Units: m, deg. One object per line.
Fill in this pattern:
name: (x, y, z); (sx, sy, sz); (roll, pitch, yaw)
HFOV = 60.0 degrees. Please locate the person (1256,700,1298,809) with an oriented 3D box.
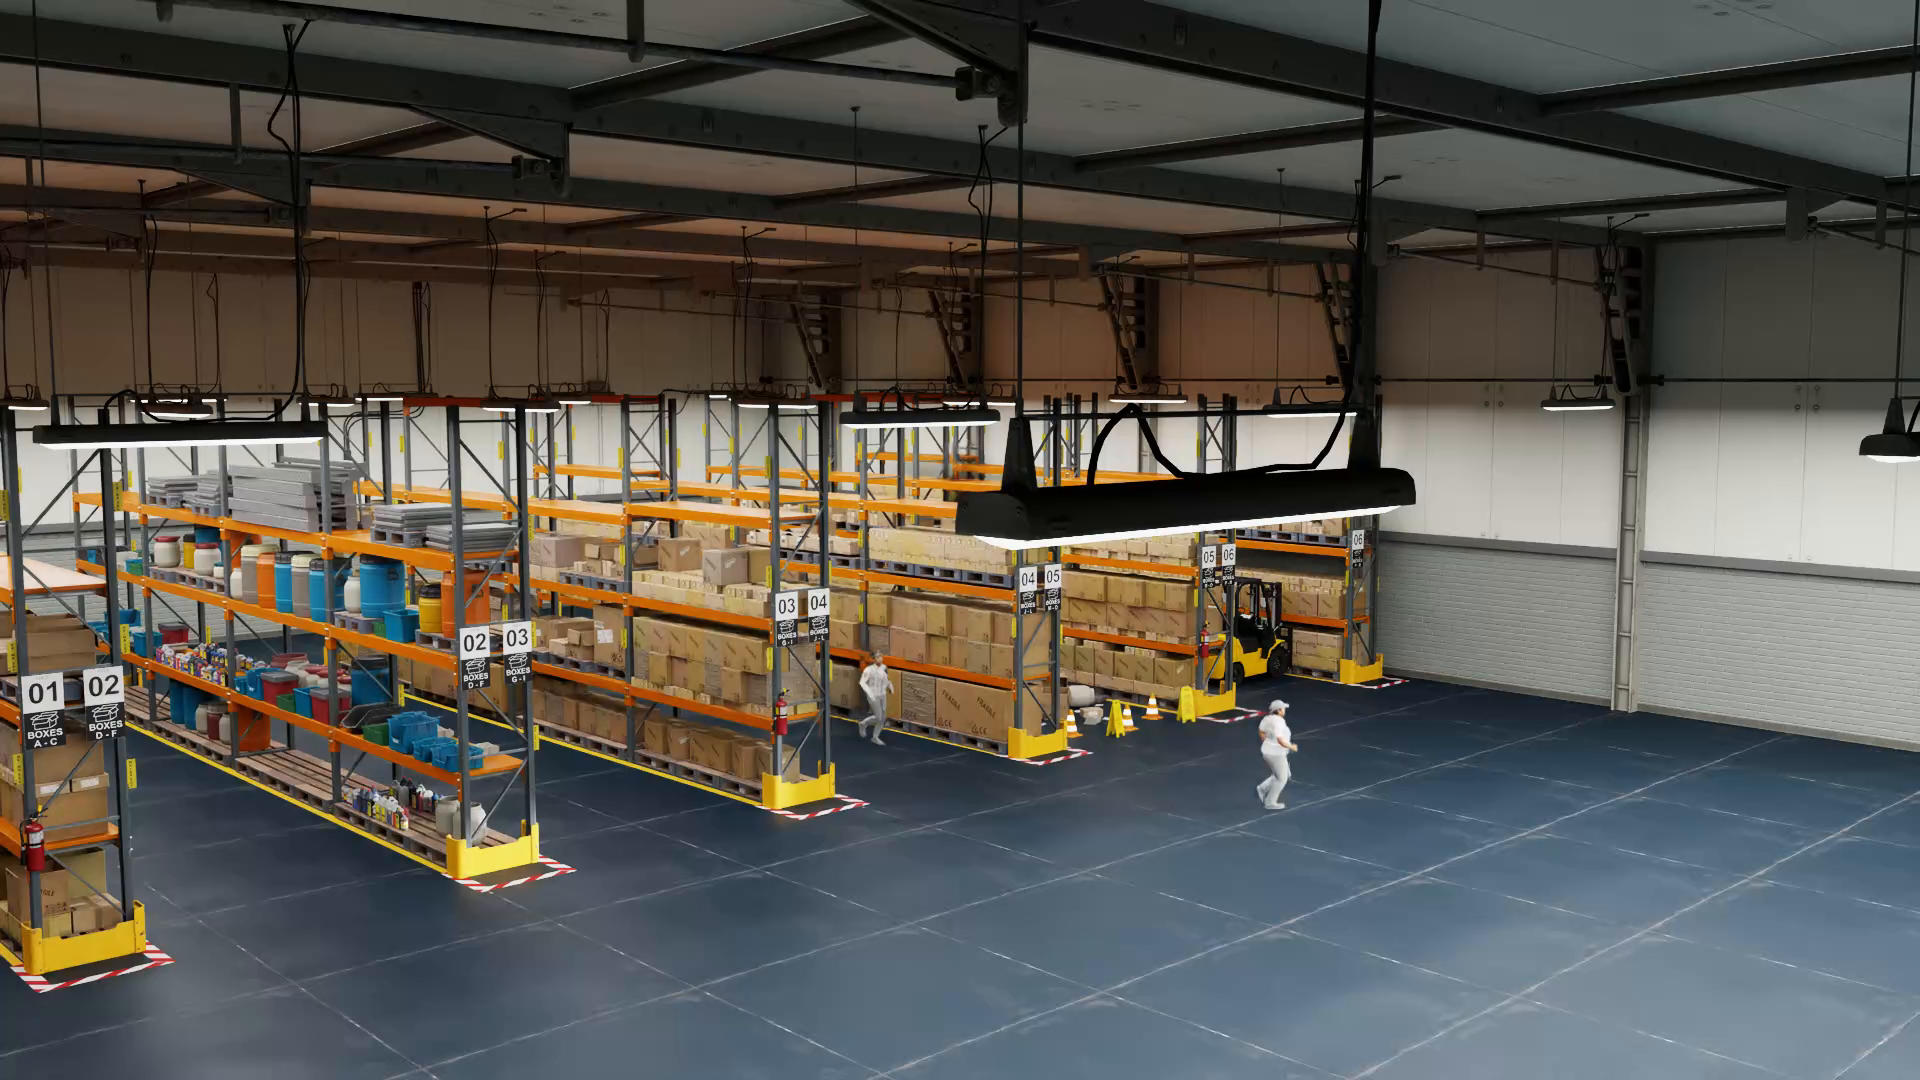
person: (4.690, 3.164, 24.488); (0.515, 1.614, 0.621); (-1, 6, -9)

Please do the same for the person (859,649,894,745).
person: (-1.441, 2.717, 28.951); (0.610, 1.671, 0.588); (-5, 8, -44)
